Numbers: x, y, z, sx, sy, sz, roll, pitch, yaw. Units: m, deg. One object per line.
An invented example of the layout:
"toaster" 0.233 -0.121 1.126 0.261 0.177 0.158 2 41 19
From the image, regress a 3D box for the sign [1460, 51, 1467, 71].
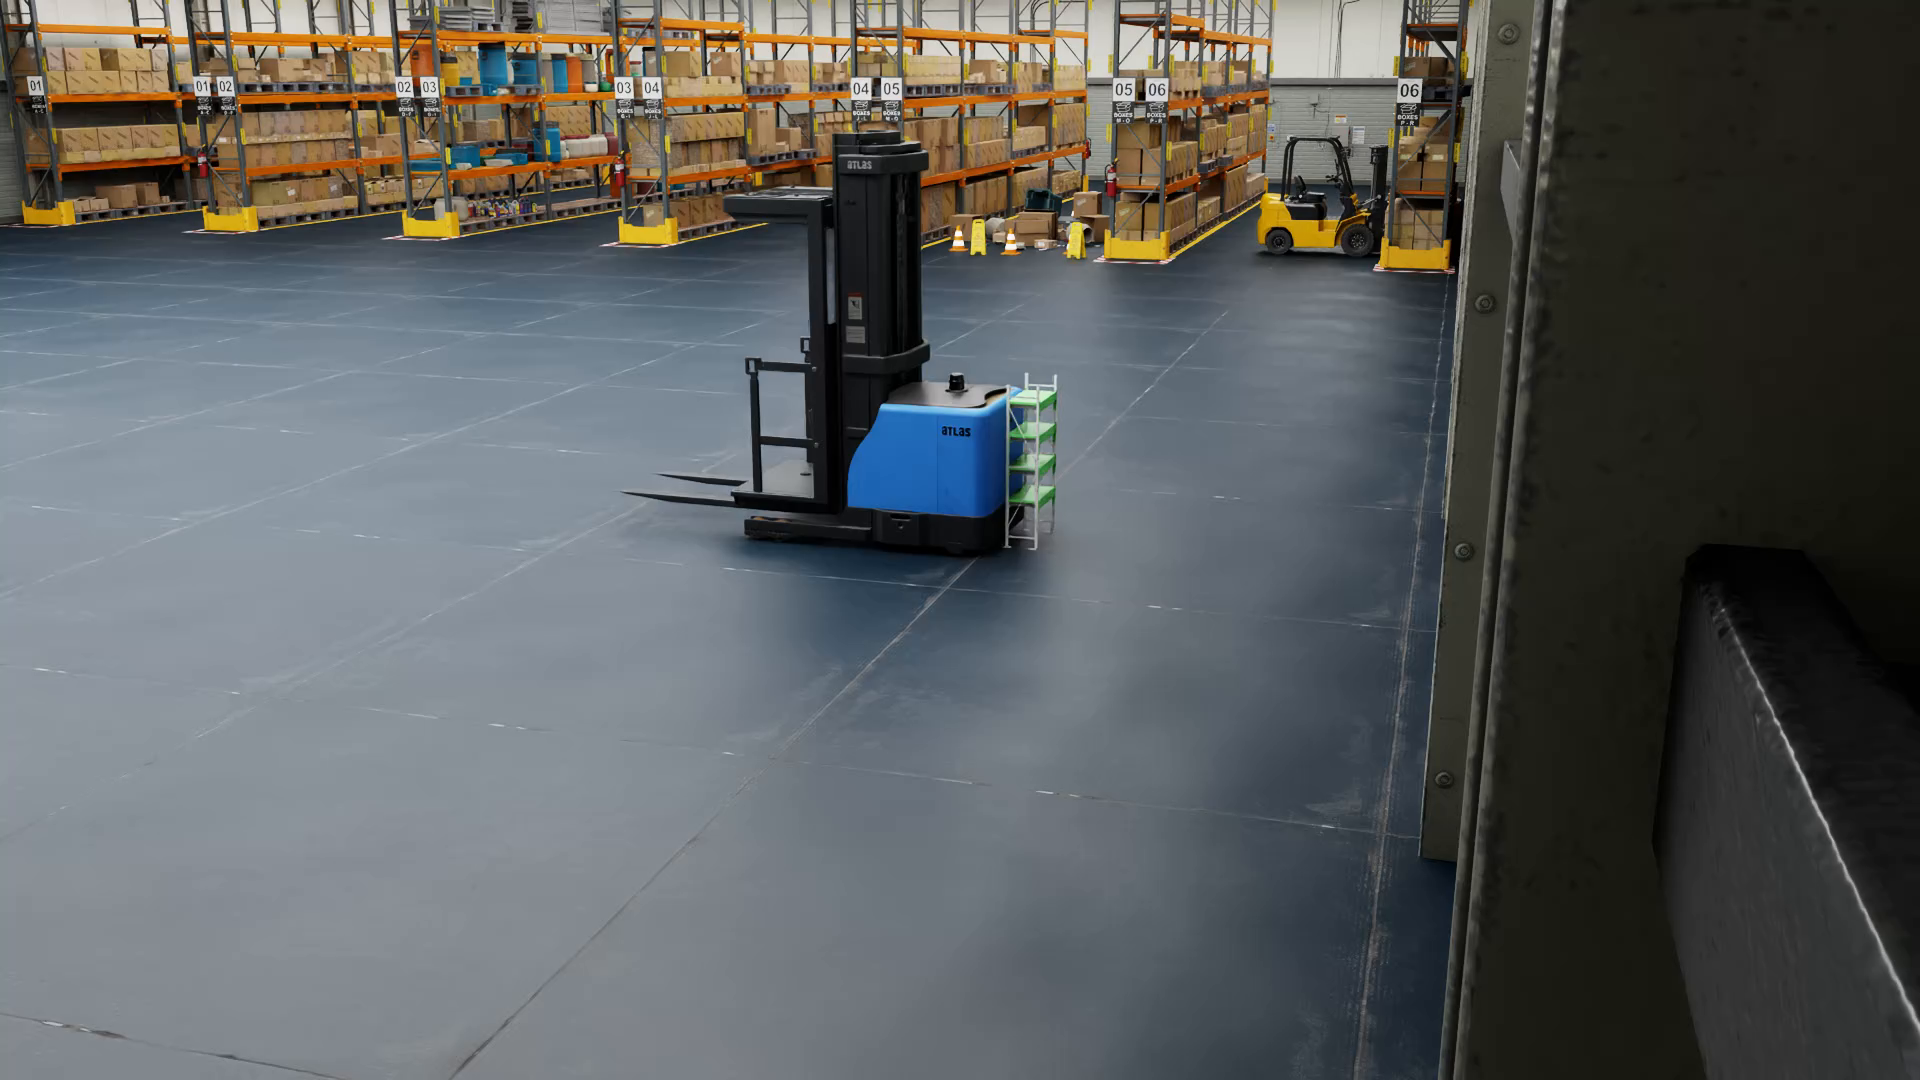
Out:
"sign" 8.526 -8.101 28.150 0.100 0.325 0.005 5 16 16

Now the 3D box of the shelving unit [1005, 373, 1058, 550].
"shelving unit" 0.522 -0.577 12.166 0.258 1.200 0.503 5 17 17

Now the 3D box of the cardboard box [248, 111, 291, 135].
"cardboard box" -15.316 -9.243 36.859 0.700 0.500 0.500 5 16 16

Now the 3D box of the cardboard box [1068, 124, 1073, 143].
"cardboard box" 2.689 -10.828 44.278 0.500 0.500 0.500 5 17 19

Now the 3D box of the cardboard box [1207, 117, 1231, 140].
"cardboard box" 5.884 -9.360 37.817 0.500 0.500 0.500 4 16 14

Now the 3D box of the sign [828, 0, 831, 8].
"sign" -3.381 -13.997 43.185 0.100 0.325 0.005 5 16 16

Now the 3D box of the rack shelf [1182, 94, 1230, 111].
"rack shelf" 4.941 -9.295 35.423 1.077 0.370 4.000 5 16 16

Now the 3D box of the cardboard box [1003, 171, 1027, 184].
"cardboard box" 1.307 -8.733 40.059 0.500 0.250 0.500 4 16 15

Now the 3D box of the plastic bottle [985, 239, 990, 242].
"plastic bottle" 0.451 -6.037 33.501 0.283 0.061 0.133 -1 16 -3

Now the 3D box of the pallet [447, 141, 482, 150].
"pallet" -13.364 -10.349 43.671 1.213 0.211 1.003 5 16 16

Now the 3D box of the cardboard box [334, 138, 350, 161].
"cardboard box" -14.746 -9.144 38.886 0.700 0.500 0.500 4 16 14

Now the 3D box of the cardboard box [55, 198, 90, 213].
"cardboard box" -20.230 -7.641 37.893 0.500 0.311 0.500 3 16 10

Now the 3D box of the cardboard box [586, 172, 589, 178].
"cardboard box" -11.335 -10.940 49.788 0.380 0.166 0.250 5 16 16

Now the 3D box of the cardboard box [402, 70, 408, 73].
"cardboard box" -16.495 -13.602 48.613 0.500 0.250 0.500 4 16 15

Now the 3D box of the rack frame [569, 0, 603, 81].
"rack frame" -11.216 -15.238 49.561 1.000 3.000 0.127 5 16 16

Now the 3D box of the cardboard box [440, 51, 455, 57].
"cardboard box" -13.359 -12.345 42.842 0.500 0.500 0.500 5 16 16

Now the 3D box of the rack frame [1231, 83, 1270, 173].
"rack frame" 7.783 -10.814 44.958 1.000 3.000 0.127 5 16 16

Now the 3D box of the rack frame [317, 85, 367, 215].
"rack frame" -14.626 -9.212 39.311 1.000 3.000 0.127 5 16 16

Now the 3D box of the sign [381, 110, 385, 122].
"sign" -16.580 -12.168 47.754 0.100 0.325 0.005 5 16 16

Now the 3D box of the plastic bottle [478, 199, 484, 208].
"plastic bottle" -10.679 -7.425 37.057 0.144 0.351 0.185 4 16 15

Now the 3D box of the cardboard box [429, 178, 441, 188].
"cardboard box" -13.543 -9.115 42.210 0.500 0.311 0.500 4 16 15

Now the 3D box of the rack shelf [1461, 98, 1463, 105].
"rack shelf" 11.974 -11.004 41.449 1.077 0.370 4.000 5 16 16

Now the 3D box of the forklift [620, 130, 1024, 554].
"forklift" -1.084 -1.527 12.341 3.031 2.935 1.130 5 17 18

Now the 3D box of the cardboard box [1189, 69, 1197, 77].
"cardboard box" 4.384 -9.067 32.302 0.380 0.149 0.250 5 17 18

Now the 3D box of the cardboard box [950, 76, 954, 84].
"cardboard box" -0.343 -9.351 33.809 0.380 0.149 0.250 5 17 17

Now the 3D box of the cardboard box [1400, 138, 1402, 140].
"cardboard box" 8.534 -7.531 31.467 0.380 0.149 0.250 5 17 17

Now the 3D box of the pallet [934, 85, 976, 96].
"pallet" -0.189 -9.627 35.626 0.805 0.209 1.217 4 16 14

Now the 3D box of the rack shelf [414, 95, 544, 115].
"rack shelf" -10.446 -9.401 35.797 1.077 0.370 4.000 5 16 16

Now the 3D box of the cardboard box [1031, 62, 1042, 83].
"cardboard box" 1.658 -11.728 41.729 0.700 0.500 0.500 5 16 16

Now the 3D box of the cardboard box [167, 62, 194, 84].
"cardboard box" -19.144 -11.425 40.664 0.500 0.500 0.500 7 17 24

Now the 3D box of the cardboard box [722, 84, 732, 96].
"cardboard box" -5.167 -9.539 35.240 0.500 0.250 0.500 5 17 17

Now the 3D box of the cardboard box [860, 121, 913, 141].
"cardboard box" -1.396 -7.671 31.624 0.875 0.550 0.550 5 16 16

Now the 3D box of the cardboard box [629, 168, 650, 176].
"cardboard box" -6.383 -7.366 33.263 0.380 0.149 0.250 5 16 16

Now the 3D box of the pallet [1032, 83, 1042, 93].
"pallet" 1.302 -11.053 40.648 1.213 0.211 1.003 5 16 16

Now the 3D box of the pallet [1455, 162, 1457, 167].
"pallet" 10.395 -8.428 36.896 1.213 0.211 1.003 5 16 16

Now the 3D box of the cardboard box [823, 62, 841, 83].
"cardboard box" -3.432 -11.720 41.698 0.797 0.503 0.637 4 16 15

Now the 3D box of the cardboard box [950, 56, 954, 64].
"cardboard box" -0.344 -9.736 33.706 0.380 0.149 0.250 5 16 16

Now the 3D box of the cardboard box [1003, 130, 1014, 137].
"cardboard box" 1.053 -9.553 39.113 0.380 0.149 0.250 5 16 16

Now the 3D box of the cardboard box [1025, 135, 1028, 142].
"cardboard box" 1.429 -9.751 40.355 0.380 0.149 0.250 4 16 15

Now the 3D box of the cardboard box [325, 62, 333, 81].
"cardboard box" -17.758 -12.893 45.801 0.700 0.500 0.500 5 16 16

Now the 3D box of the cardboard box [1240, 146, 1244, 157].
"cardboard box" 6.614 -9.425 40.337 0.500 0.250 0.500 4 16 15

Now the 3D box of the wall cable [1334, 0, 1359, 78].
"wall cable" 12.509 -14.943 48.454 2.988 3.039 0.133 5 16 16

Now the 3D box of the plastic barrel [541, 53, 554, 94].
"plastic barrel" -9.755 -10.832 38.607 0.600 0.901 0.600 0 16 0

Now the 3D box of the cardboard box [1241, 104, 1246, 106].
"cardboard box" 7.410 -11.510 44.207 0.380 0.149 0.250 5 17 17

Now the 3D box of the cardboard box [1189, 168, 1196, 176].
"cardboard box" 4.509 -7.380 33.312 0.380 0.149 0.250 5 17 17

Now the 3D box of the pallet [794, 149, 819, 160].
"pallet" -4.093 -9.203 39.628 1.213 0.211 1.003 5 16 16

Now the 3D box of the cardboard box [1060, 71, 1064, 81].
"cardboard box" 2.384 -11.974 42.909 0.500 0.250 0.500 5 16 16

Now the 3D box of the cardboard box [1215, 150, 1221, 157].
"cardboard box" 5.462 -8.415 36.190 0.380 0.149 0.250 5 17 17

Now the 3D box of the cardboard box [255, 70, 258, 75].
"cardboard box" -15.688 -10.128 36.290 0.500 0.250 0.500 5 16 16

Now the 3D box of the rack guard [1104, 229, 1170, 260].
"rack guard" 3.257 -5.445 30.611 1.175 0.500 0.348 5 16 16
